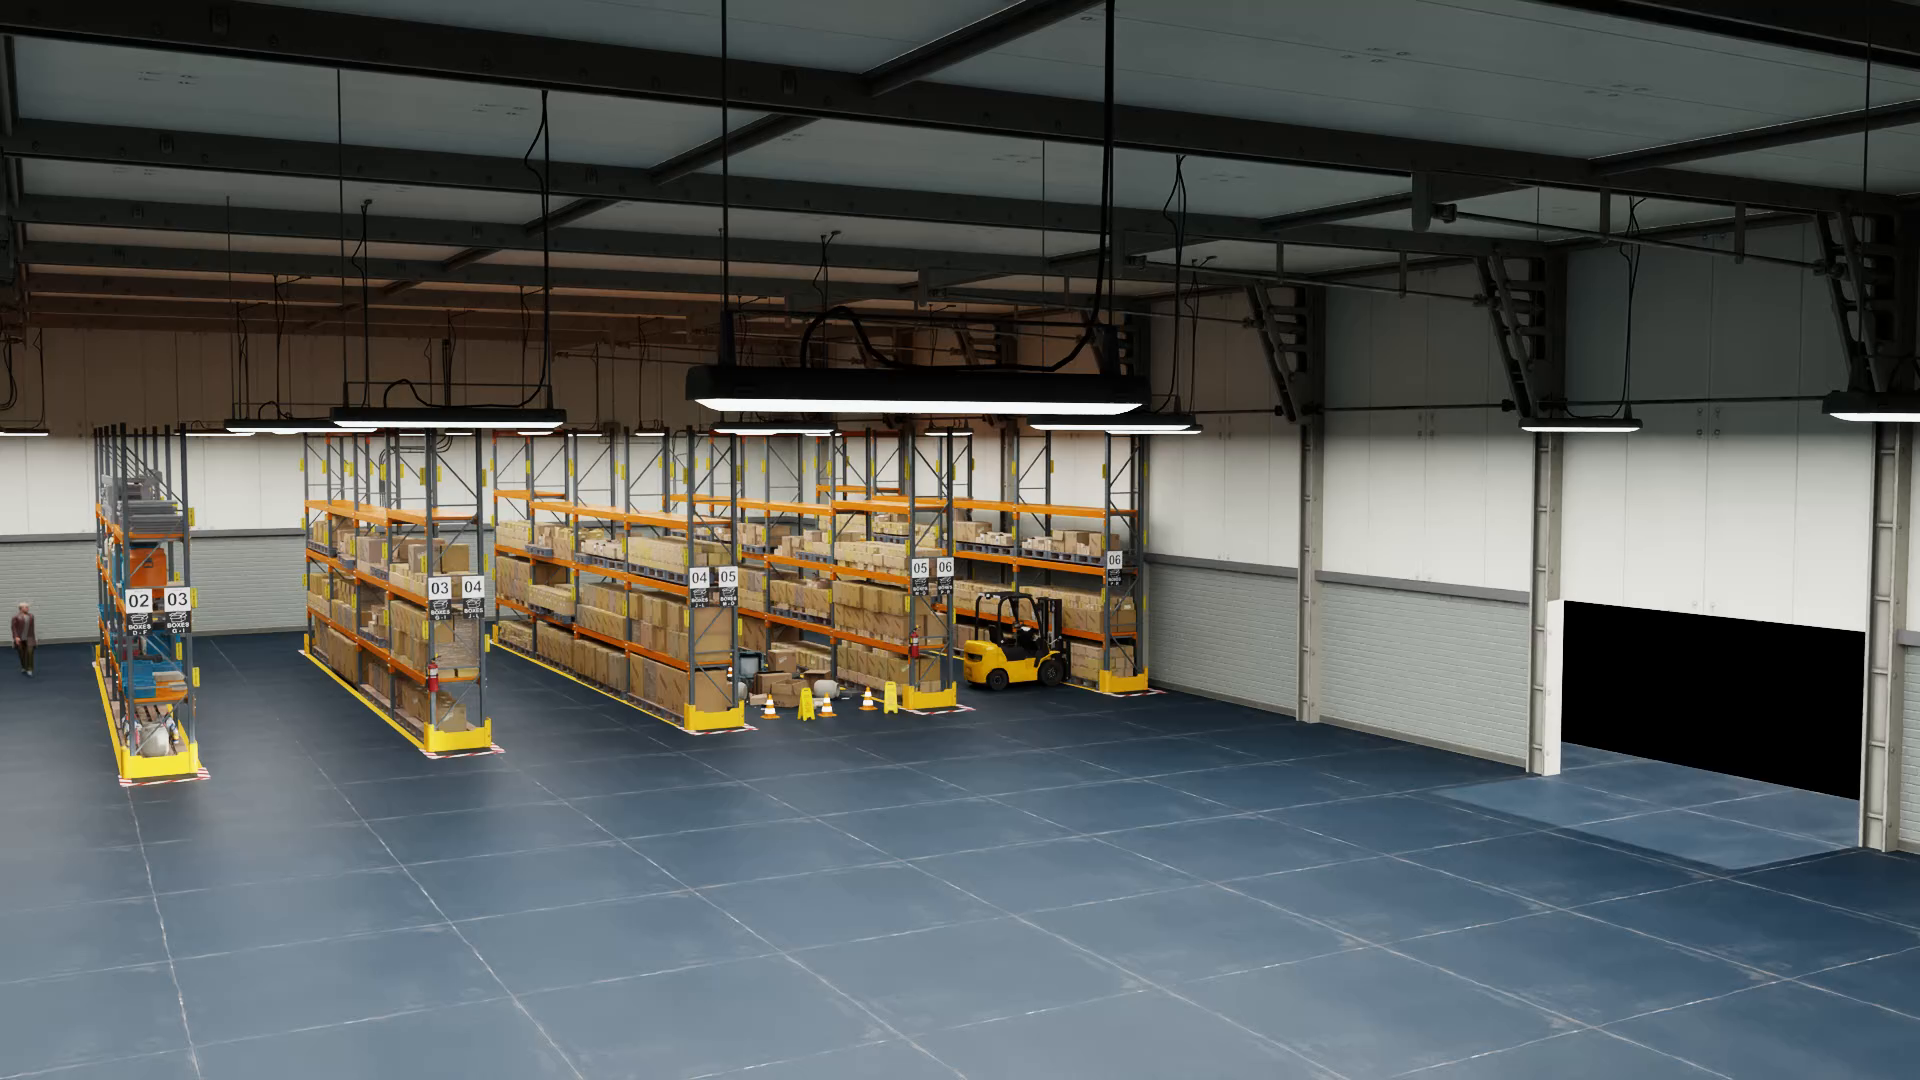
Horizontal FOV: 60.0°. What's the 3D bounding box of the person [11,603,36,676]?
[{"bbox_3d":[-22.714,2.395,40.347,0.530,1.735,1.037,-2,4,-24],"label":"person"}]
